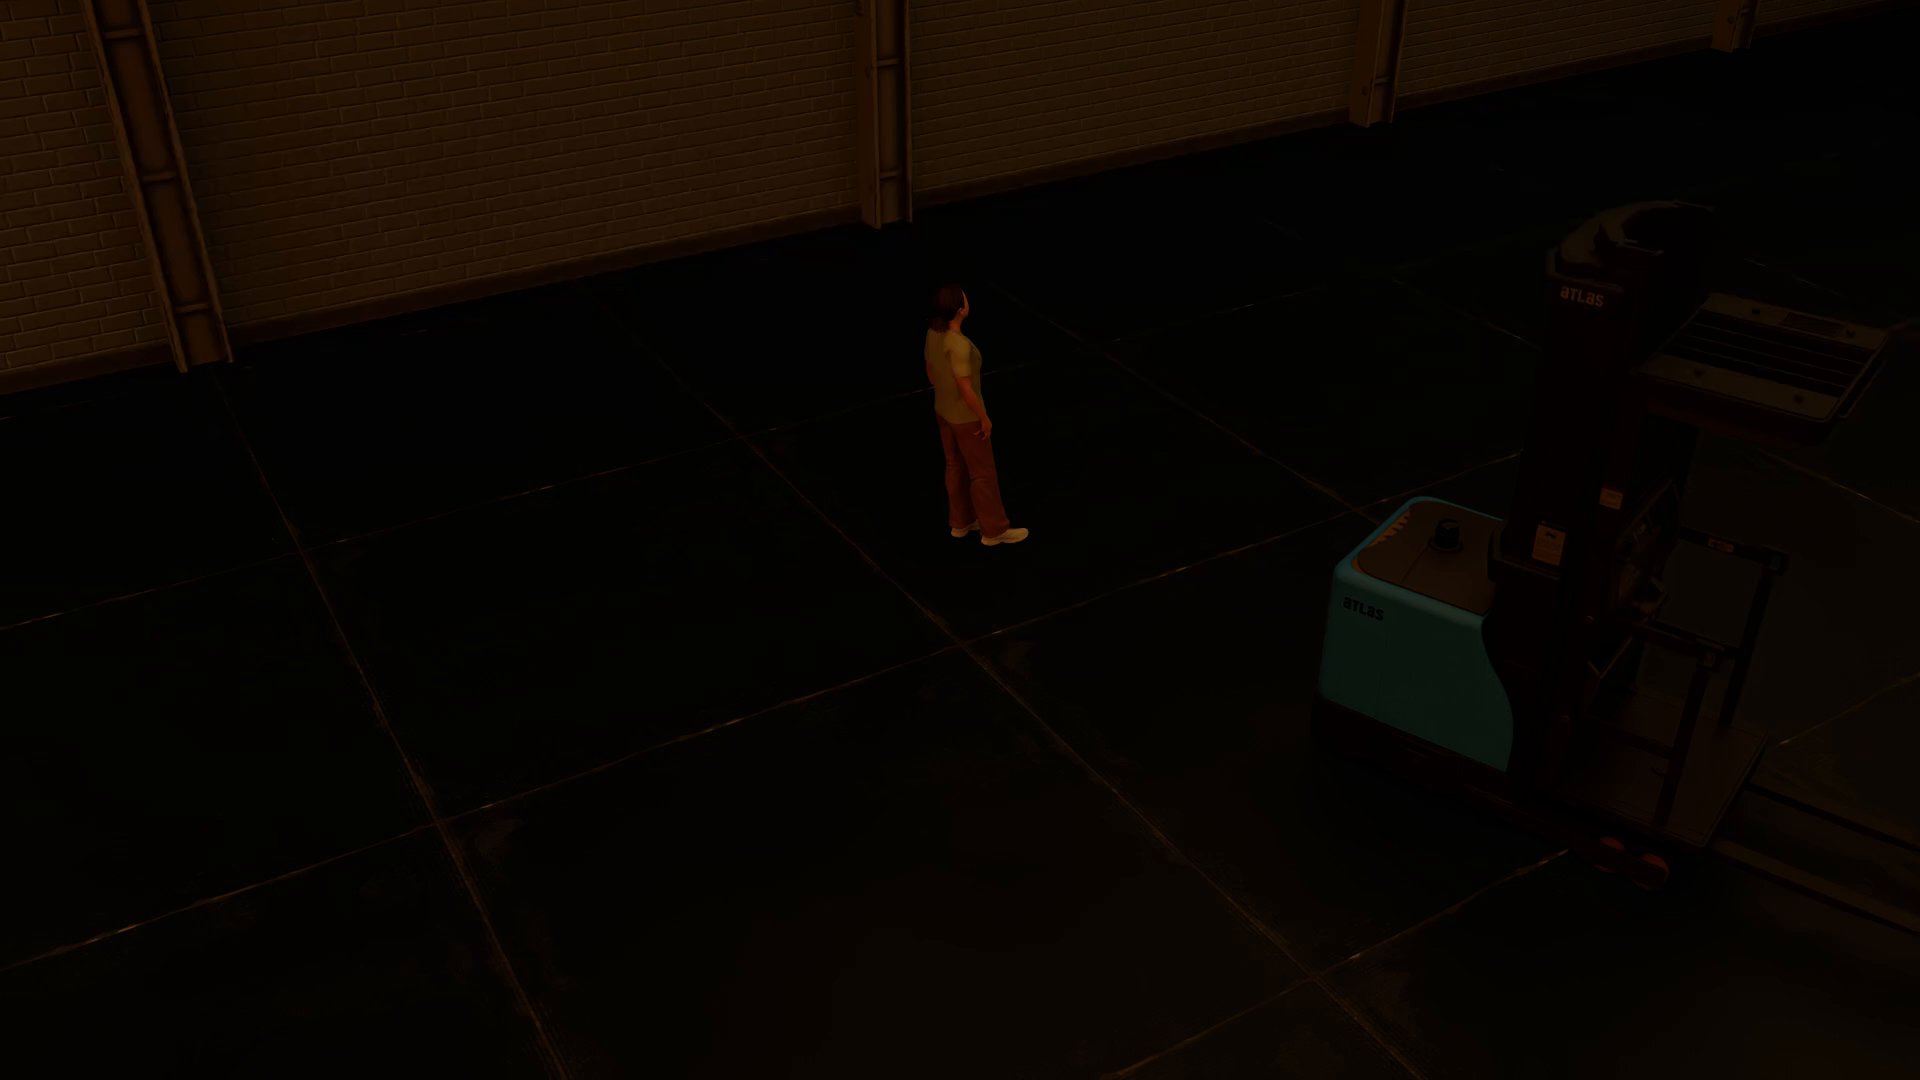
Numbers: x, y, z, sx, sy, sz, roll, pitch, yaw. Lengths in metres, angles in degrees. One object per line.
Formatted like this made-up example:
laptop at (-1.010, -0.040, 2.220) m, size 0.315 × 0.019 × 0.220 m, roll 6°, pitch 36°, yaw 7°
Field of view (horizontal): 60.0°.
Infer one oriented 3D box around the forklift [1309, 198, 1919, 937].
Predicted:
forklift at (3.305, 0.068, 7.534) m, size 3.031 × 2.935 × 1.130 m, roll 22°, pitch 37°, yaw 32°

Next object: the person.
person at (0.070, -0.774, 10.069) m, size 0.547 × 1.673 × 0.553 m, roll -17°, pitch 35°, yaw -26°
